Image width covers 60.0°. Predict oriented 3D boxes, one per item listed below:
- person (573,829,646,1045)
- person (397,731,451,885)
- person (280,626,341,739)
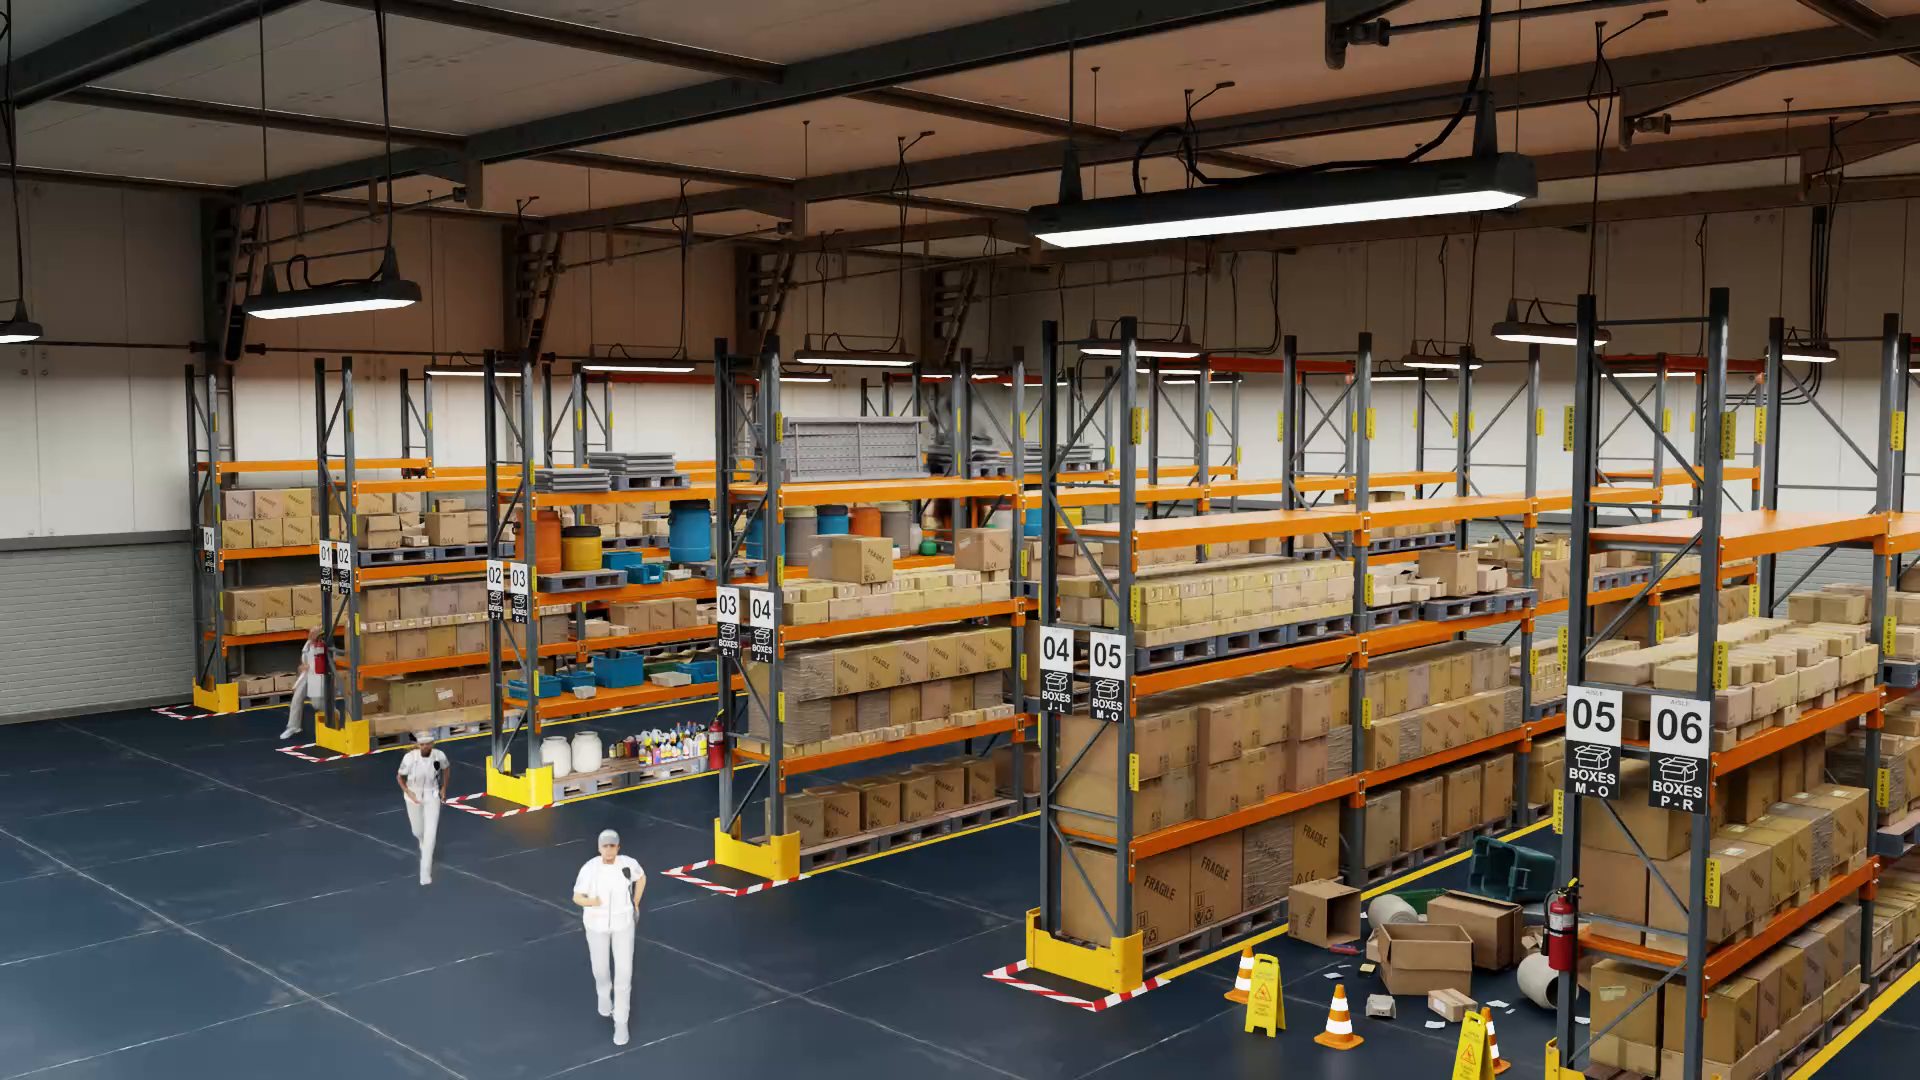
[{"bbox_3d":[-2.924,3.251,13.900,0.597,1.689,0.858,-1,4,-11],"label":"person"},{"bbox_3d":[-6.003,2.928,18.649,0.577,1.686,1.037,-1,5,-18],"label":"person"},{"bbox_3d":[-10.310,2.248,26.601,0.753,1.772,1.041,3,5,30],"label":"person"}]
